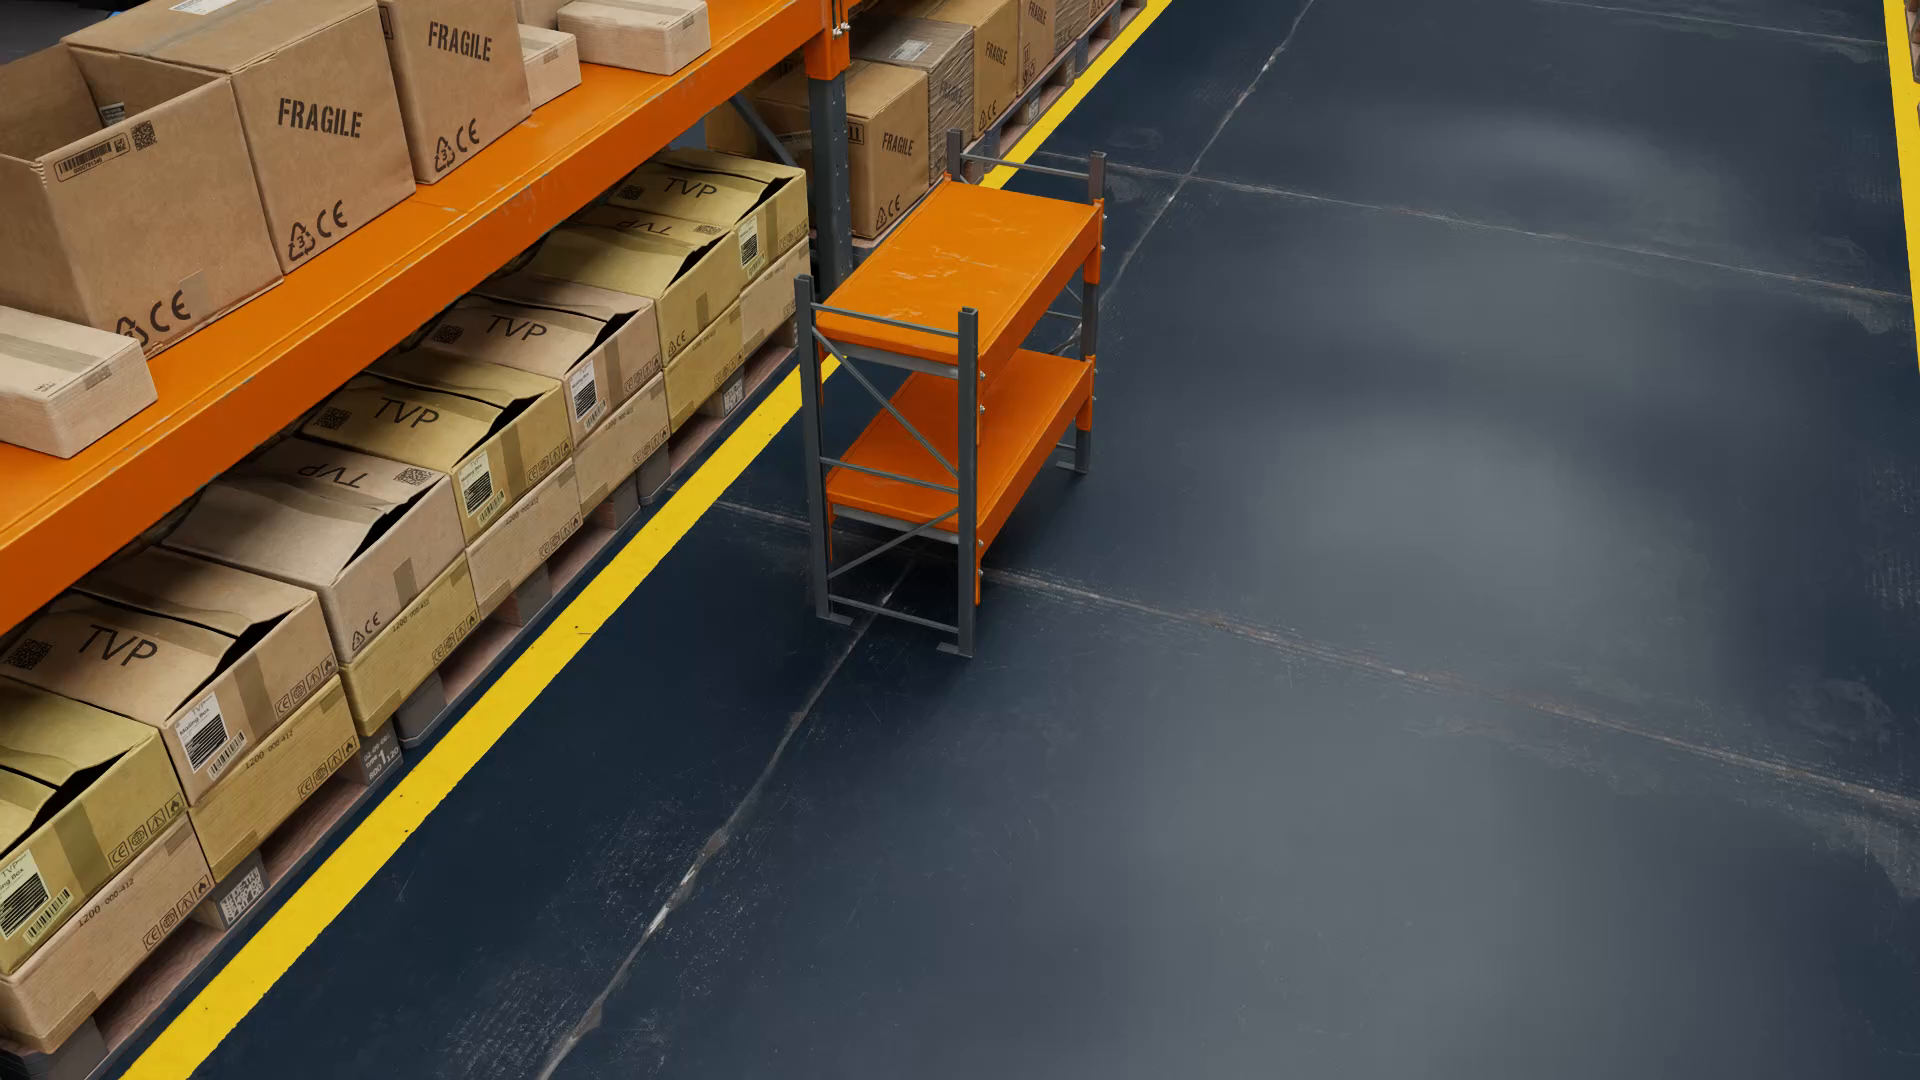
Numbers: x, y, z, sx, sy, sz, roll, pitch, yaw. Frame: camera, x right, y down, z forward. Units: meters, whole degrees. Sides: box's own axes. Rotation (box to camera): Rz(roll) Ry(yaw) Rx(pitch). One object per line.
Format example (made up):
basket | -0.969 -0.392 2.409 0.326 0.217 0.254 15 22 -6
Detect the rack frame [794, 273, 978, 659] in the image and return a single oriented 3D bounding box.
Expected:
rack frame | -0.191 -0.173 4.542 0.500 1.125 0.032 14 39 18

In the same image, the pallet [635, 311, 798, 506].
pallet | -1.243 -0.634 5.922 1.003 0.211 1.213 14 39 18

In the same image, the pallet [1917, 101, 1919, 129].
pallet | 4.875 -1.747 7.411 1.003 0.211 1.213 14 39 18

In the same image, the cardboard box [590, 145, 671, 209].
cardboard box | -1.365 -1.266 5.916 0.500 0.311 0.500 15 39 19

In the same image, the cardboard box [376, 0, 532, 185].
cardboard box | -1.517 -1.305 4.407 0.500 0.500 0.500 12 38 15

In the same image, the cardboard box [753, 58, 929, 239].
cardboard box | -0.456 -1.559 6.551 0.500 0.500 0.500 15 39 20

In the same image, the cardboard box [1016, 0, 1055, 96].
cardboard box | 0.127 -2.417 7.699 0.500 0.500 0.500 13 39 16

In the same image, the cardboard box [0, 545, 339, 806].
cardboard box | -1.833 0.278 3.851 0.500 0.311 0.500 13 39 17

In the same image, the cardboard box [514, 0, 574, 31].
cardboard box | -1.413 -1.711 5.108 0.500 0.311 0.500 13 39 17

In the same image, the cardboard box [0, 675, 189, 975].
cardboard box | -2.028 0.554 3.481 0.500 0.311 0.500 14 39 18

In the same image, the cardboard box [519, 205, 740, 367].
cardboard box | -1.057 -0.854 5.364 0.500 0.311 0.500 13 39 17

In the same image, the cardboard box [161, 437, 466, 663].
cardboard box | -1.637 -0.009 4.234 0.500 0.311 0.500 13 39 16

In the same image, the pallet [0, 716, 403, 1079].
pallet | -2.171 0.717 4.114 1.003 0.211 1.213 14 39 18

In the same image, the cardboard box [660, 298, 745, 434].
cardboard box | -1.061 -0.631 5.535 0.500 0.250 0.500 13 39 17

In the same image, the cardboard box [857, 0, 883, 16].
cardboard box | -0.558 -2.230 7.449 0.500 0.500 0.500 12 39 16

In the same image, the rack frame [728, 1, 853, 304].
rack frame | -0.894 -2.198 5.685 1.000 3.000 0.127 14 39 18

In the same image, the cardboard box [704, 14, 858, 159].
cardboard box | -0.755 -1.944 7.066 0.500 0.500 0.500 15 39 20

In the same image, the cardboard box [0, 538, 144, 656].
cardboard box | -2.335 0.147 4.026 0.500 0.311 0.500 15 39 19

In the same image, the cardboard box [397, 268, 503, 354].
cardboard box | -1.753 -0.691 5.147 0.500 0.311 0.500 13 39 17

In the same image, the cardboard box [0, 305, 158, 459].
cardboard box | -1.889 -0.326 3.391 0.380 0.149 0.250 14 39 18

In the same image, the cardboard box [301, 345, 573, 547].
cardboard box | -1.444 -0.298 4.621 0.500 0.311 0.500 15 39 19

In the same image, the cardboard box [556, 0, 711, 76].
cardboard box | -0.980 -1.536 5.009 0.380 0.149 0.250 14 39 18

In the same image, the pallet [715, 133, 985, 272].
pallet | -0.575 -1.485 7.061 1.003 0.211 1.213 14 39 18

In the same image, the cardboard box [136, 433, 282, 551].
cardboard box | -2.142 -0.129 4.395 0.500 0.311 0.500 14 39 18

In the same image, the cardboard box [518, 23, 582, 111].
cardboard box | -1.327 -1.378 4.798 0.380 0.149 0.250 17 40 21

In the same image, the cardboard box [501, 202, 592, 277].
cardboard box | -1.557 -0.973 5.524 0.500 0.311 0.500 13 39 17

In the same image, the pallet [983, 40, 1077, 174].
pallet | -0.109 -2.158 7.962 1.003 0.211 1.213 14 39 18

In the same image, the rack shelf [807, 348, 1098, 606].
rack shelf | 0.003 -0.258 5.065 0.538 0.278 1.000 14 39 18

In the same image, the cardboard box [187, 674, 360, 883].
cardboard box | -1.837 0.501 4.021 0.500 0.250 0.500 15 39 19

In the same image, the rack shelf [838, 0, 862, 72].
rack shelf | -0.133 -3.017 7.381 1.077 0.370 4.000 14 39 18

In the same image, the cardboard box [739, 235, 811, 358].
cardboard box | -0.868 -0.918 5.918 0.500 0.250 0.500 15 39 19

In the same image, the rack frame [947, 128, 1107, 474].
rack frame | 0.196 -0.736 5.295 0.500 1.125 0.032 14 39 18

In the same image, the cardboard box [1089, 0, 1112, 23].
cardboard box | 0.510 -2.977 8.448 0.500 0.500 0.500 14 39 18

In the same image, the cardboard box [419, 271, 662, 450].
cardboard box | -1.252 -0.575 4.991 0.500 0.311 0.500 14 39 17

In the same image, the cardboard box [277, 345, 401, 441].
cardboard box | -1.948 -0.407 4.766 0.500 0.311 0.500 13 39 17

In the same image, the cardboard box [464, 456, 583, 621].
cardboard box | -1.448 -0.068 4.782 0.500 0.250 0.500 15 39 19

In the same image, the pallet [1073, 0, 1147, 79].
pallet | 0.354 -2.836 8.868 1.003 0.211 1.213 14 39 18

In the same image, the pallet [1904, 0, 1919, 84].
pallet | 5.451 -2.581 8.526 1.003 0.211 1.213 14 39 18

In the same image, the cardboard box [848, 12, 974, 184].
cardboard box | -0.262 -1.851 6.941 0.500 0.500 0.500 12 39 16

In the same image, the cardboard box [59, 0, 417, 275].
cardboard box | -1.717 -1.013 4.017 0.500 0.500 0.500 14 39 18

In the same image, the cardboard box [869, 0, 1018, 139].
cardboard box | -0.067 -2.127 7.311 0.500 0.500 0.500 13 39 17

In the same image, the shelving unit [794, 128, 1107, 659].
shelving unit | 0.003 -0.454 4.918 0.538 1.125 1.048 14 39 18

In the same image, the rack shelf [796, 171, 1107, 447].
rack shelf | 0.003 -0.689 4.743 0.538 0.278 1.000 14 39 18

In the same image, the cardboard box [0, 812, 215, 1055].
cardboard box | -2.033 0.783 3.642 0.500 0.250 0.500 13 39 17

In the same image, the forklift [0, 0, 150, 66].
forklift | -3.552 -2.640 6.333 1.130 2.935 3.031 -2 37 -3

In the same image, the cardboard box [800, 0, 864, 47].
cardboard box | -0.737 -2.276 6.884 0.500 0.250 0.500 15 39 19

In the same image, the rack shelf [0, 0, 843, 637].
rack shelf | -1.655 -0.802 4.418 1.077 0.370 4.000 14 39 18

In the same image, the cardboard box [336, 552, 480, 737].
cardboard box | -1.643 0.213 4.405 0.500 0.250 0.500 13 39 16

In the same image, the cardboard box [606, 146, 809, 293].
cardboard box | -0.865 -1.143 5.751 0.500 0.311 0.500 15 39 19

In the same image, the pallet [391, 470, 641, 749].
pallet | -1.709 0.039 5.021 1.003 0.211 1.213 14 39 18

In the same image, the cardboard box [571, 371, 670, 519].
cardboard box | -1.255 -0.354 5.164 0.500 0.250 0.500 15 39 19

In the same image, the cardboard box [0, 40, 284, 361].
cardboard box | -1.908 -0.736 3.646 0.500 0.500 0.500 17 40 21

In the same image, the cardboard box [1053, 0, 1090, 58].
cardboard box | 0.318 -2.699 8.076 0.500 0.500 0.500 14 39 18

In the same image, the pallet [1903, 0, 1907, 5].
pallet | 5.914 -3.259 9.433 1.003 0.211 1.213 14 39 18
